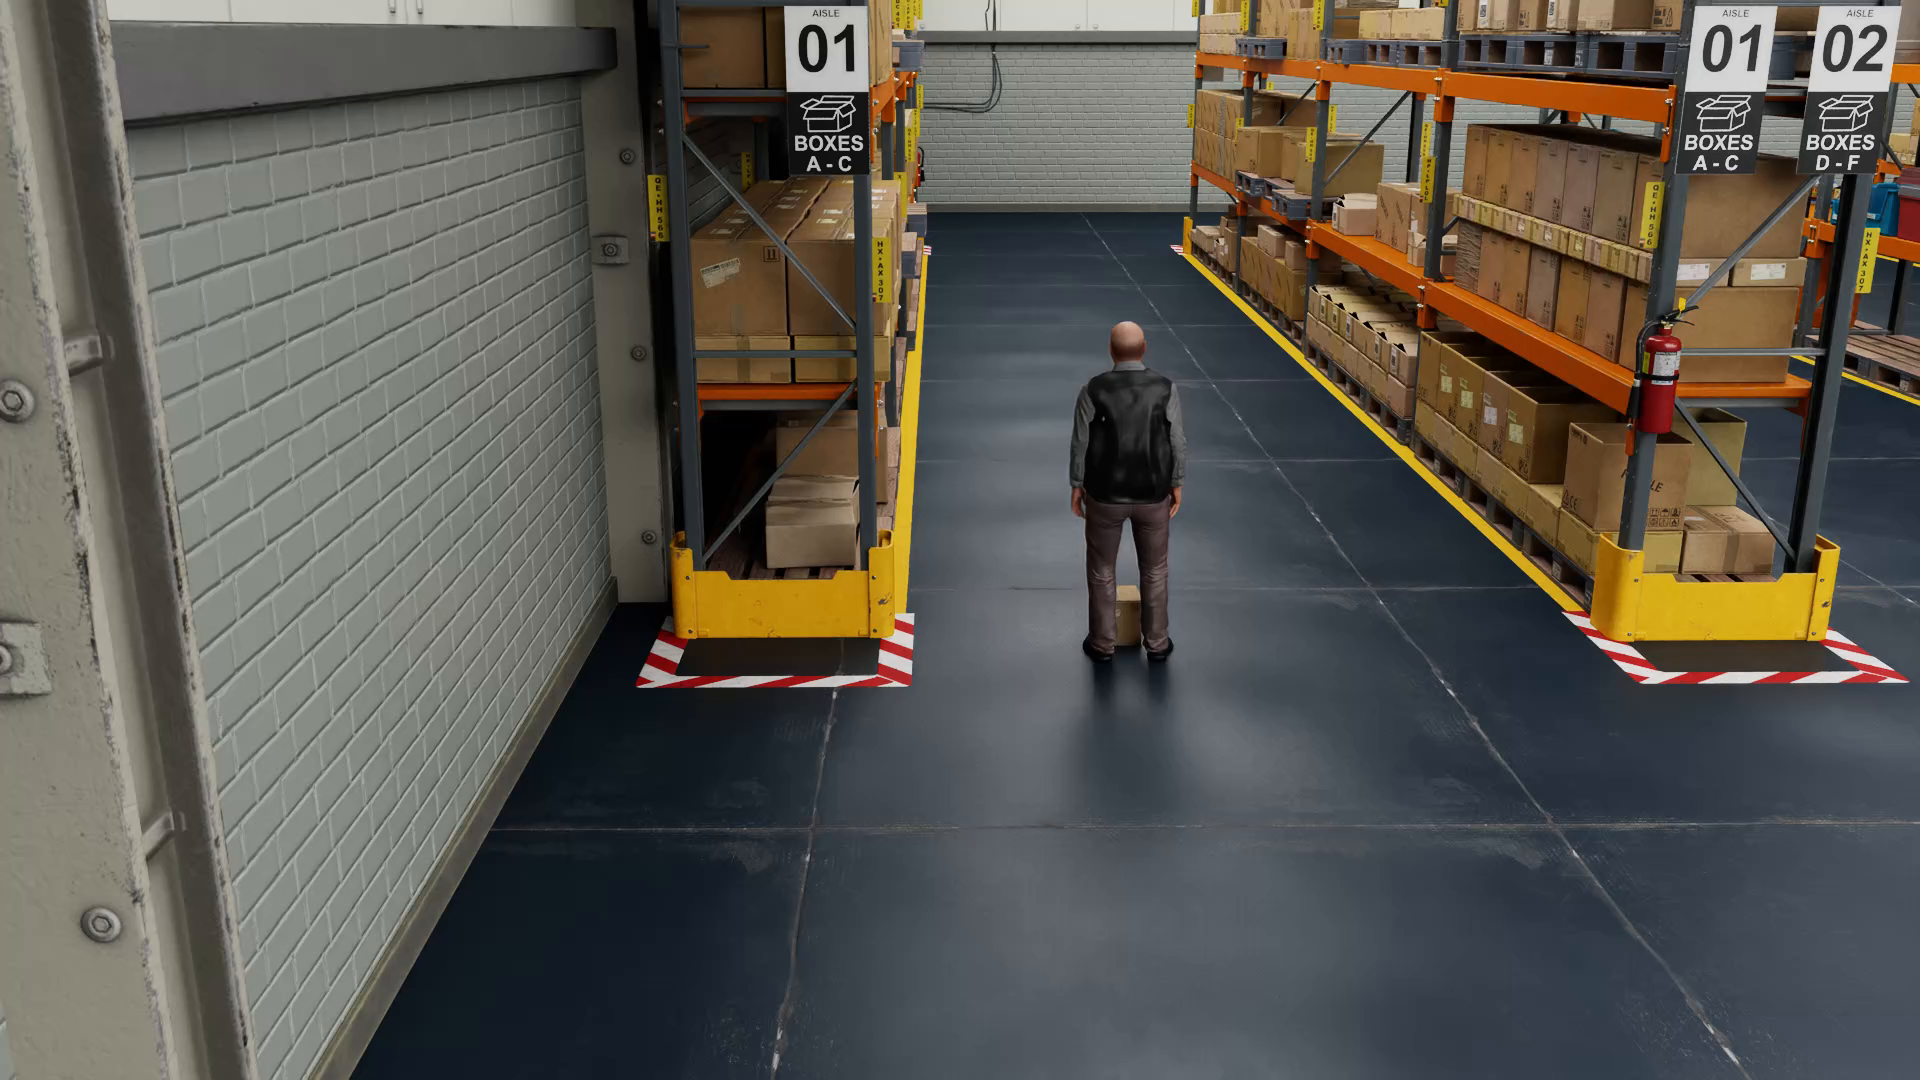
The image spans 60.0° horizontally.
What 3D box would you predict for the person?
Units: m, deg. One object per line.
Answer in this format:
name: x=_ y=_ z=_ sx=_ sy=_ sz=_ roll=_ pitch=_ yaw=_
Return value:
person: x=0.836 y=-0.223 z=8.313 sx=0.580 sy=1.721 sz=0.416 roll=0 pitch=17 yaw=-1
